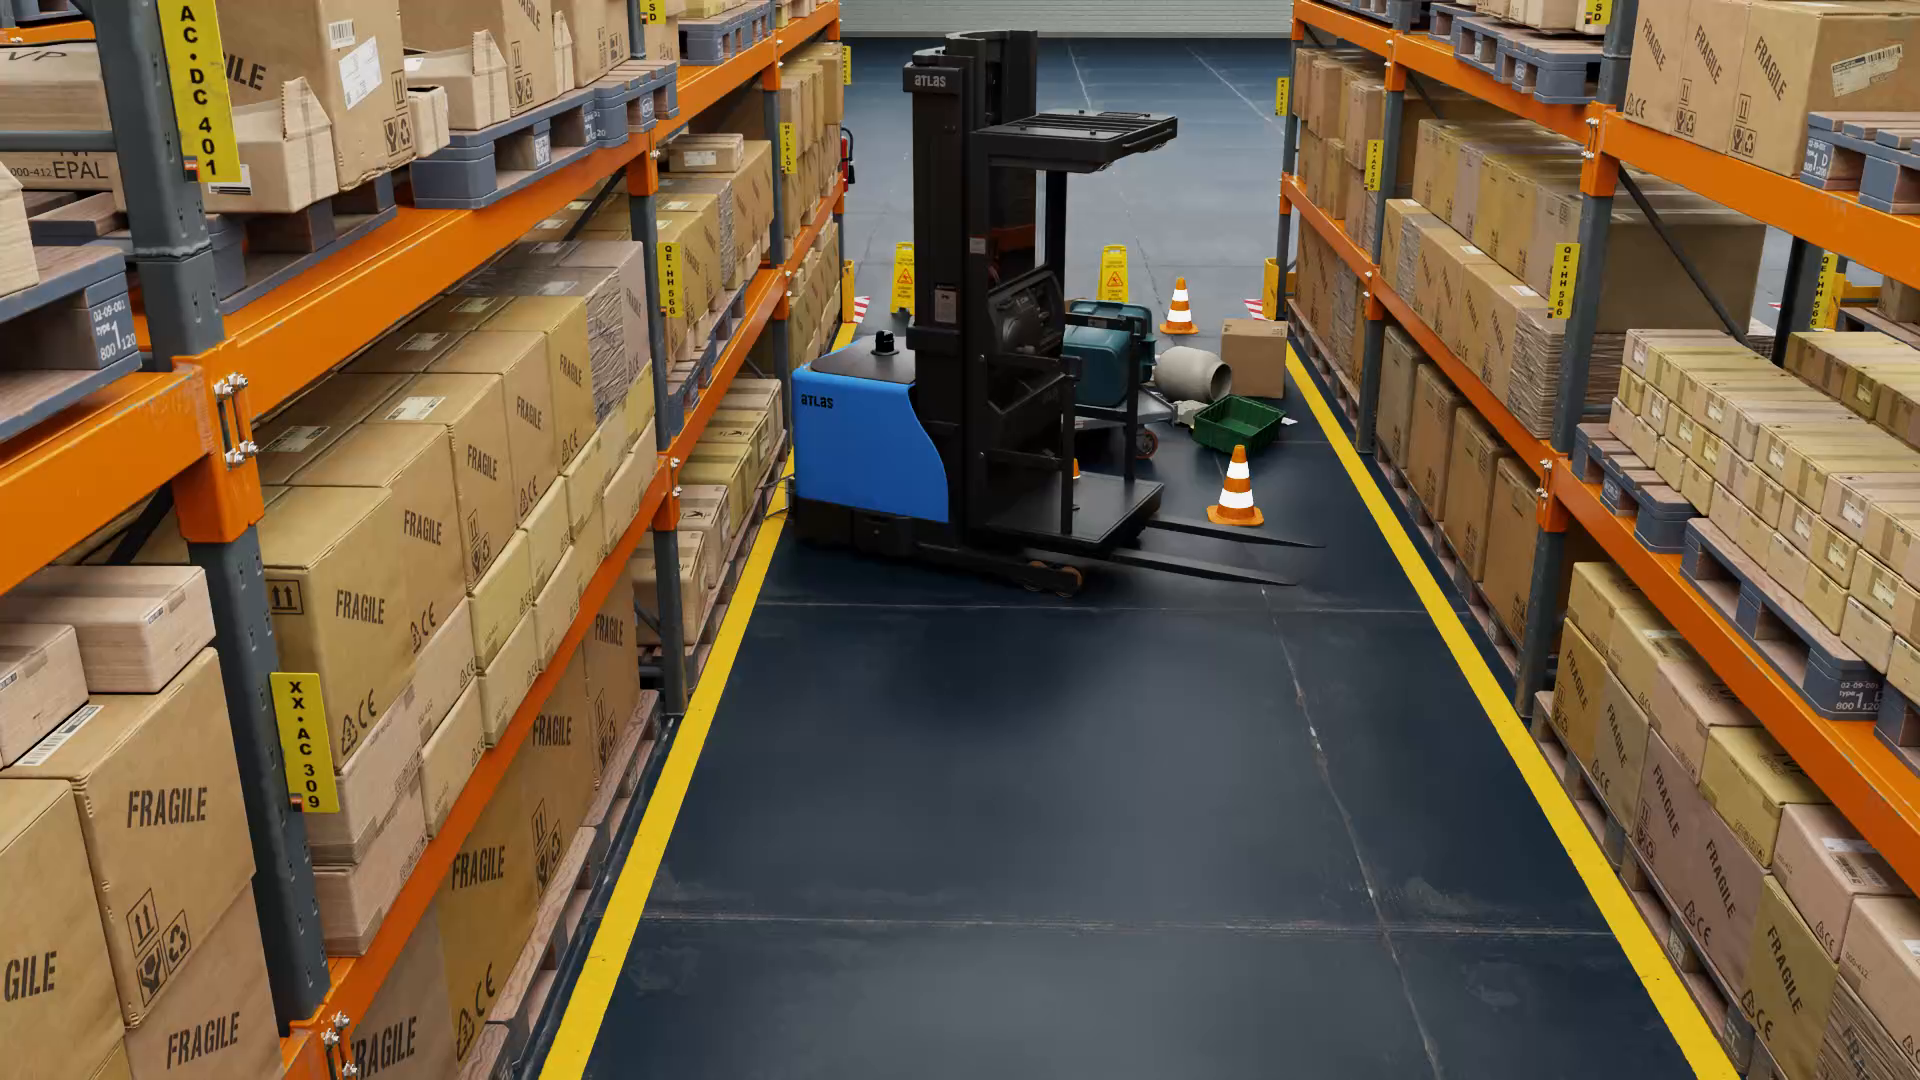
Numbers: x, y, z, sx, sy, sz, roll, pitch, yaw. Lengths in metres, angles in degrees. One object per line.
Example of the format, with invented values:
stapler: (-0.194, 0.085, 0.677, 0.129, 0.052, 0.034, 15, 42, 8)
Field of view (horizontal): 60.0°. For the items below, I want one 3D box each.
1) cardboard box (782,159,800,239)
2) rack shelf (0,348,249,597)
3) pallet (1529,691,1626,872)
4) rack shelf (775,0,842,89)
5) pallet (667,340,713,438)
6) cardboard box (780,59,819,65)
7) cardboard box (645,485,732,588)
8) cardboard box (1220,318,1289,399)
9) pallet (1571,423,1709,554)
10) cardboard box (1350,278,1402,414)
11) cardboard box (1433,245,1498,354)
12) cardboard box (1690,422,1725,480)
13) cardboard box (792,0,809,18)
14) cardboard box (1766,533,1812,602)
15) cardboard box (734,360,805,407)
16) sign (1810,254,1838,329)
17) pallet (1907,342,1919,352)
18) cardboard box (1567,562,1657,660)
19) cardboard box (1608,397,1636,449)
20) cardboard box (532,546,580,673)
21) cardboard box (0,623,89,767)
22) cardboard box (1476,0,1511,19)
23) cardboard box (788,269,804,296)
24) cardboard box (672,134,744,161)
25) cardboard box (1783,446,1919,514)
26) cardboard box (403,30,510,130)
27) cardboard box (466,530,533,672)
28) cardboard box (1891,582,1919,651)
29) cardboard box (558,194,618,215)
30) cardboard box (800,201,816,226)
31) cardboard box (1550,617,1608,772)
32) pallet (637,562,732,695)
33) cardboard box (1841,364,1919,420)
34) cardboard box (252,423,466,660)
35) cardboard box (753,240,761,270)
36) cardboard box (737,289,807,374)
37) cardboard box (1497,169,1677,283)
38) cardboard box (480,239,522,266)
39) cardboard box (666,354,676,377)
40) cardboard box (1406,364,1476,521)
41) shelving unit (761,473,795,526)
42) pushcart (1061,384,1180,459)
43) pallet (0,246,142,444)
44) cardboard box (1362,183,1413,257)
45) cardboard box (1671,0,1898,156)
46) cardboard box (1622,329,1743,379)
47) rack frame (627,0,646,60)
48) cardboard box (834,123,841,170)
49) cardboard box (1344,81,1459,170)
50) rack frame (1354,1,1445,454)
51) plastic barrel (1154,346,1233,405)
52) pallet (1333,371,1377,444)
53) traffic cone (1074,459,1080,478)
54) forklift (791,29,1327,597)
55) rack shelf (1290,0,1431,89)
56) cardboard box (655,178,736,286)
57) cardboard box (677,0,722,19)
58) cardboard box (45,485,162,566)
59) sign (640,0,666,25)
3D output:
cardboard box: (-1.389, -2.373, 11.448, 0.500, 0.500, 0.500, 1, 21, 1)
rack shelf: (-1.985, 0.521, 1.386, 1.077, 0.370, 4.000, 1, 21, 2)
pallet: (3.123, 1.015, 7.120, 1.003, 0.211, 1.213, 1, 21, 2)
rack shelf: (-1.620, -3.817, 12.569, 1.077, 0.370, 4.000, 1, 21, 2)
pallet: (-1.887, -0.754, 8.092, 1.213, 0.211, 1.003, 1, 21, 2)
cardboard box: (-1.446, -3.395, 12.699, 0.700, 0.500, 0.500, 1, 21, 1)
cardboard box: (-1.761, -0.027, 9.003, 0.950, 0.372, 0.625, 0, 21, 1)
cardboard box: (2.292, -1.422, 12.999, 0.500, 0.500, 0.500, 4, 22, 11)
pallet: (3.233, -0.219, 6.711, 1.213, 0.211, 1.003, 1, 21, 2)
cardboard box: (3.359, -1.445, 11.964, 0.875, 0.875, 0.875, 1, 21, 2)
cardboard box: (2.937, -1.326, 9.161, 0.500, 0.500, 0.500, 1, 21, 2)
cardboard box: (2.915, -0.326, 6.078, 0.380, 0.149, 0.250, 1, 21, 2)
cardboard box: (-1.299, -3.888, 12.103, 0.380, 0.149, 0.250, 0, 21, 1)
cardboard box: (2.886, 0.087, 5.424, 0.380, 0.149, 0.250, 0, 21, 0)
cardboard box: (-1.393, -1.156, 12.081, 0.500, 0.250, 0.500, 0, 21, -1)
sign: (3.691, -1.067, 7.142, 0.100, 0.325, 0.005, 1, 21, 2)
pallet: (8.244, -1.308, 13.107, 1.003, 0.211, 1.213, 1, 21, 2)
cardboard box: (2.886, 0.300, 6.949, 0.500, 0.250, 0.500, 0, 21, -1)
cardboard box: (2.933, -0.486, 6.902, 0.380, 0.149, 0.250, 0, 21, 1)
cardboard box: (-1.577, 0.222, 5.517, 0.500, 0.250, 0.500, 0, 21, 1)
cardboard box: (-1.732, 0.255, 2.808, 0.380, 0.149, 0.250, 1, 21, 3)
cardboard box: (2.921, -2.886, 8.317, 0.500, 0.500, 0.500, 1, 21, 2)
cardboard box: (-1.329, -1.852, 11.943, 0.380, 0.149, 0.250, 1, 21, 2)
cardboard box: (-1.477, -2.296, 9.773, 0.380, 0.149, 0.250, 0, 21, 0)
cardboard box: (2.891, -0.193, 5.323, 0.380, 0.149, 0.250, 0, 21, 1)
cardboard box: (-1.518, -1.327, 4.761, 0.396, 0.266, 0.258, 2, 21, 6)
cardboard box: (-1.599, 0.171, 4.957, 0.500, 0.250, 0.500, 1, 21, 2)
cardboard box: (2.863, 0.232, 4.640, 0.380, 0.149, 0.250, 0, 21, 0)
cardboard box: (-2.047, -1.503, 8.626, 0.500, 0.500, 0.500, -1, 21, -2)
cardboard box: (-1.302, -2.487, 12.639, 0.380, 0.149, 0.250, 1, 21, 2)
cardboard box: (2.872, 0.655, 7.068, 0.500, 0.500, 0.500, 0, 21, -1)
pallet: (-1.777, 0.432, 8.623, 1.003, 0.211, 1.213, 1, 21, 2)
cardboard box: (3.574, -0.555, 6.258, 0.380, 0.149, 0.250, 1, 21, 3)
cardboard box: (-1.635, 0.008, 4.340, 0.500, 0.500, 0.500, 1, 21, 1)
cardboard box: (-1.418, -1.732, 10.113, 0.380, 0.149, 0.250, 0, 21, 1)
cardboard box: (-1.393, -1.505, 11.945, 0.500, 0.500, 0.500, 2, 21, 4)
cardboard box: (3.200, -1.610, 8.512, 0.700, 0.500, 0.500, 0, 21, 1)
cardboard box: (-2.062, -0.922, 6.738, 0.500, 0.500, 0.500, 0, 21, 0)
cardboard box: (-1.564, -0.881, 7.920, 0.380, 0.149, 0.250, -1, 21, -2)
cardboard box: (3.308, -0.586, 9.922, 1.050, 0.750, 0.750, 1, 21, 2)
shelving unit: (-0.889, -0.339, 10.591, 0.258, 0.210, 0.900, 13, 24, 29)
pushcart: (0.600, -0.802, 11.574, 1.648, 0.377, 0.936, -7, 22, -17)
pallet: (-1.959, -0.200, 2.374, 1.003, 0.211, 1.213, 1, 21, 2)
cardboard box: (3.269, -2.217, 11.388, 0.875, 0.550, 0.550, 1, 21, 2)
cardboard box: (2.857, -1.628, 5.792, 0.500, 0.500, 0.500, 1, 21, 2)
cardboard box: (2.941, -0.757, 6.776, 0.380, 0.149, 0.250, 1, 21, 2)
rack frame: (-1.802, -3.382, 6.305, 1.000, 3.000, 0.127, 1, 21, 2)
cardboard box: (-1.300, -3.464, 14.259, 0.500, 0.500, 0.500, 0, 21, 1)
cardboard box: (3.216, -2.920, 11.707, 0.875, 0.550, 0.550, 1, 21, 2)
rack frame: (3.270, -2.013, 11.071, 1.000, 3.000, 0.127, 1, 21, 2)
plastic barrel: (1.771, -1.239, 12.638, 0.512, 0.421, 0.421, 18, 27, 38)
pallet: (3.371, -0.987, 12.282, 1.003, 0.211, 1.213, 1, 21, 2)
traffic cone: (0.672, -0.269, 10.083, 0.336, 0.463, 0.334, 1, 21, 2)
forklift: (0.560, -1.268, 9.245, 3.031, 2.935, 1.130, 10, 23, 24)
rack shelf: (3.331, -3.800, 12.522, 1.077, 0.370, 4.000, 1, 21, 2)
cardboard box: (-1.516, -1.688, 9.102, 0.500, 0.500, 0.500, 0, 21, 0)
cardboard box: (-1.591, -2.976, 9.031, 0.500, 0.250, 0.500, 1, 21, 2)
cardboard box: (-2.161, 0.184, 3.887, 0.500, 0.500, 0.500, 1, 21, 3)
sign: (-1.248, -2.252, 6.716, 0.100, 0.325, 0.005, 1, 21, 2)
